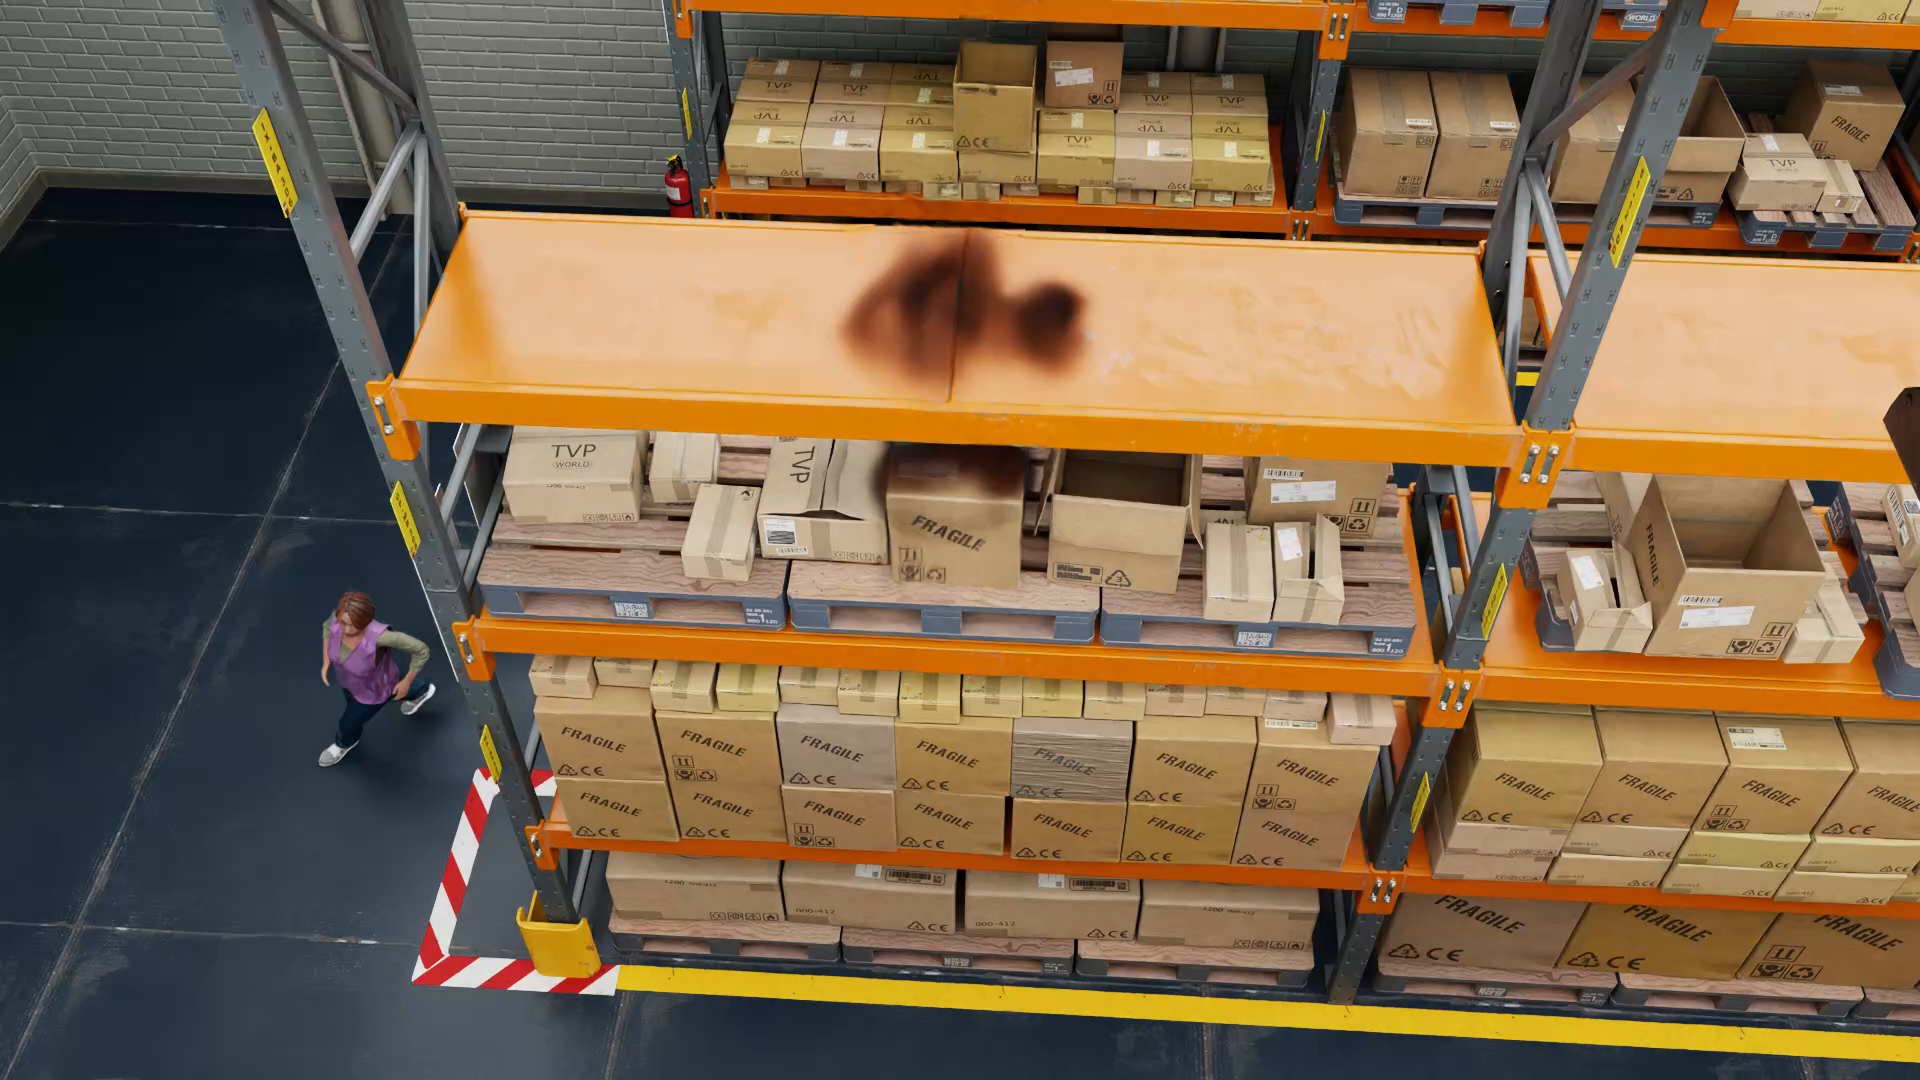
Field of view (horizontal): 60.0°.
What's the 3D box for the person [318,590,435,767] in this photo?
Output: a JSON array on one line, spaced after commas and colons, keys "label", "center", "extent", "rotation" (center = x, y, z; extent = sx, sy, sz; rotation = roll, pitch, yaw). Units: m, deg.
[{"label": "person", "center": [-3.226, 0.742, 9.058], "extent": [0.657, 1.516, 0.734], "rotation": [35, 57, 27]}]
